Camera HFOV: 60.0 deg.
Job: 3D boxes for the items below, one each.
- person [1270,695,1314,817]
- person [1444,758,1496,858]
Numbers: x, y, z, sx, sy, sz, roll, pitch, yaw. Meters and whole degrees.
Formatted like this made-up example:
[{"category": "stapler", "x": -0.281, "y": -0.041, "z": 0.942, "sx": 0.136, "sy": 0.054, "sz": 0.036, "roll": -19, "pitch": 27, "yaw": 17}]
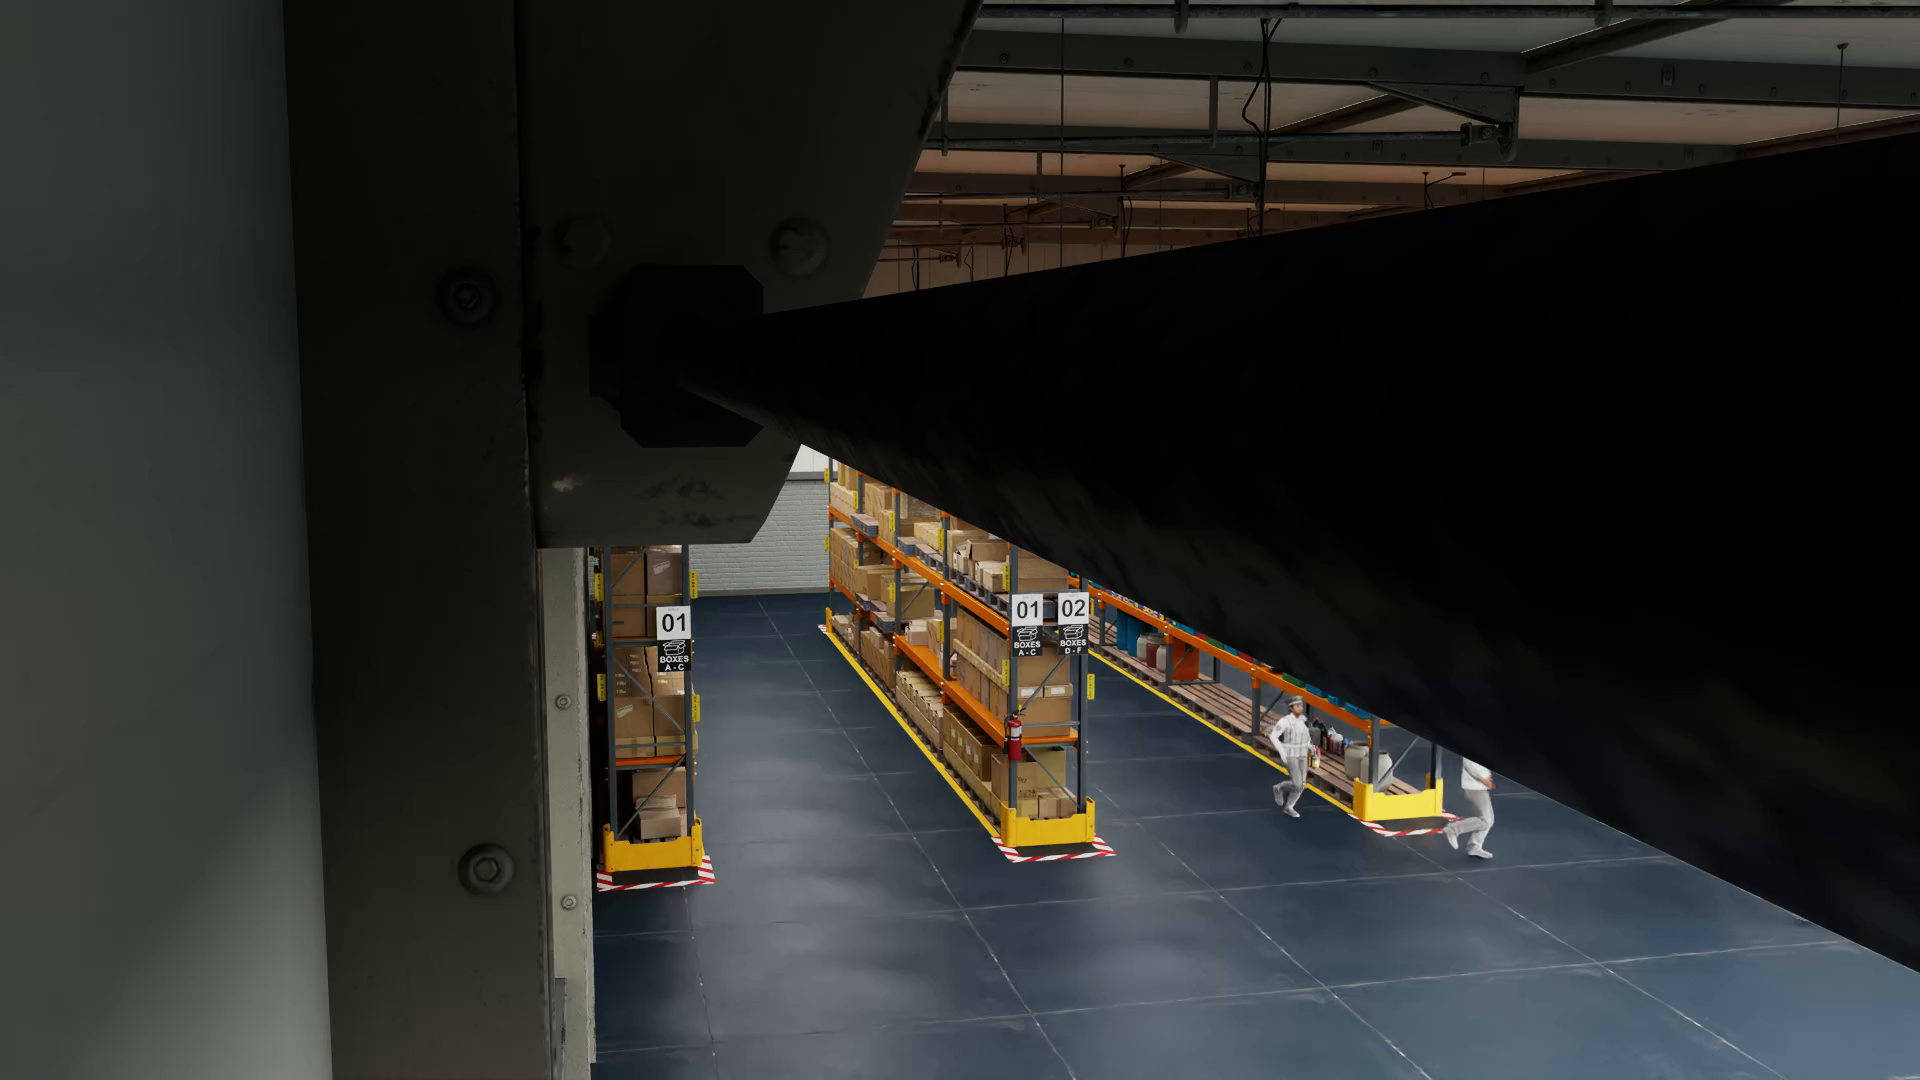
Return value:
[{"category": "person", "x": 4.480, "y": 2.883, "z": 22.243, "sx": 0.600, "sy": 1.650, "sz": 0.540, "roll": -4, "pitch": 8, "yaw": -28}, {"category": "person", "x": 6.328, "y": 3.044, "z": 20.601, "sx": 0.595, "sy": 1.733, "sz": 0.687, "roll": 2, "pitch": 7, "yaw": 19}]
